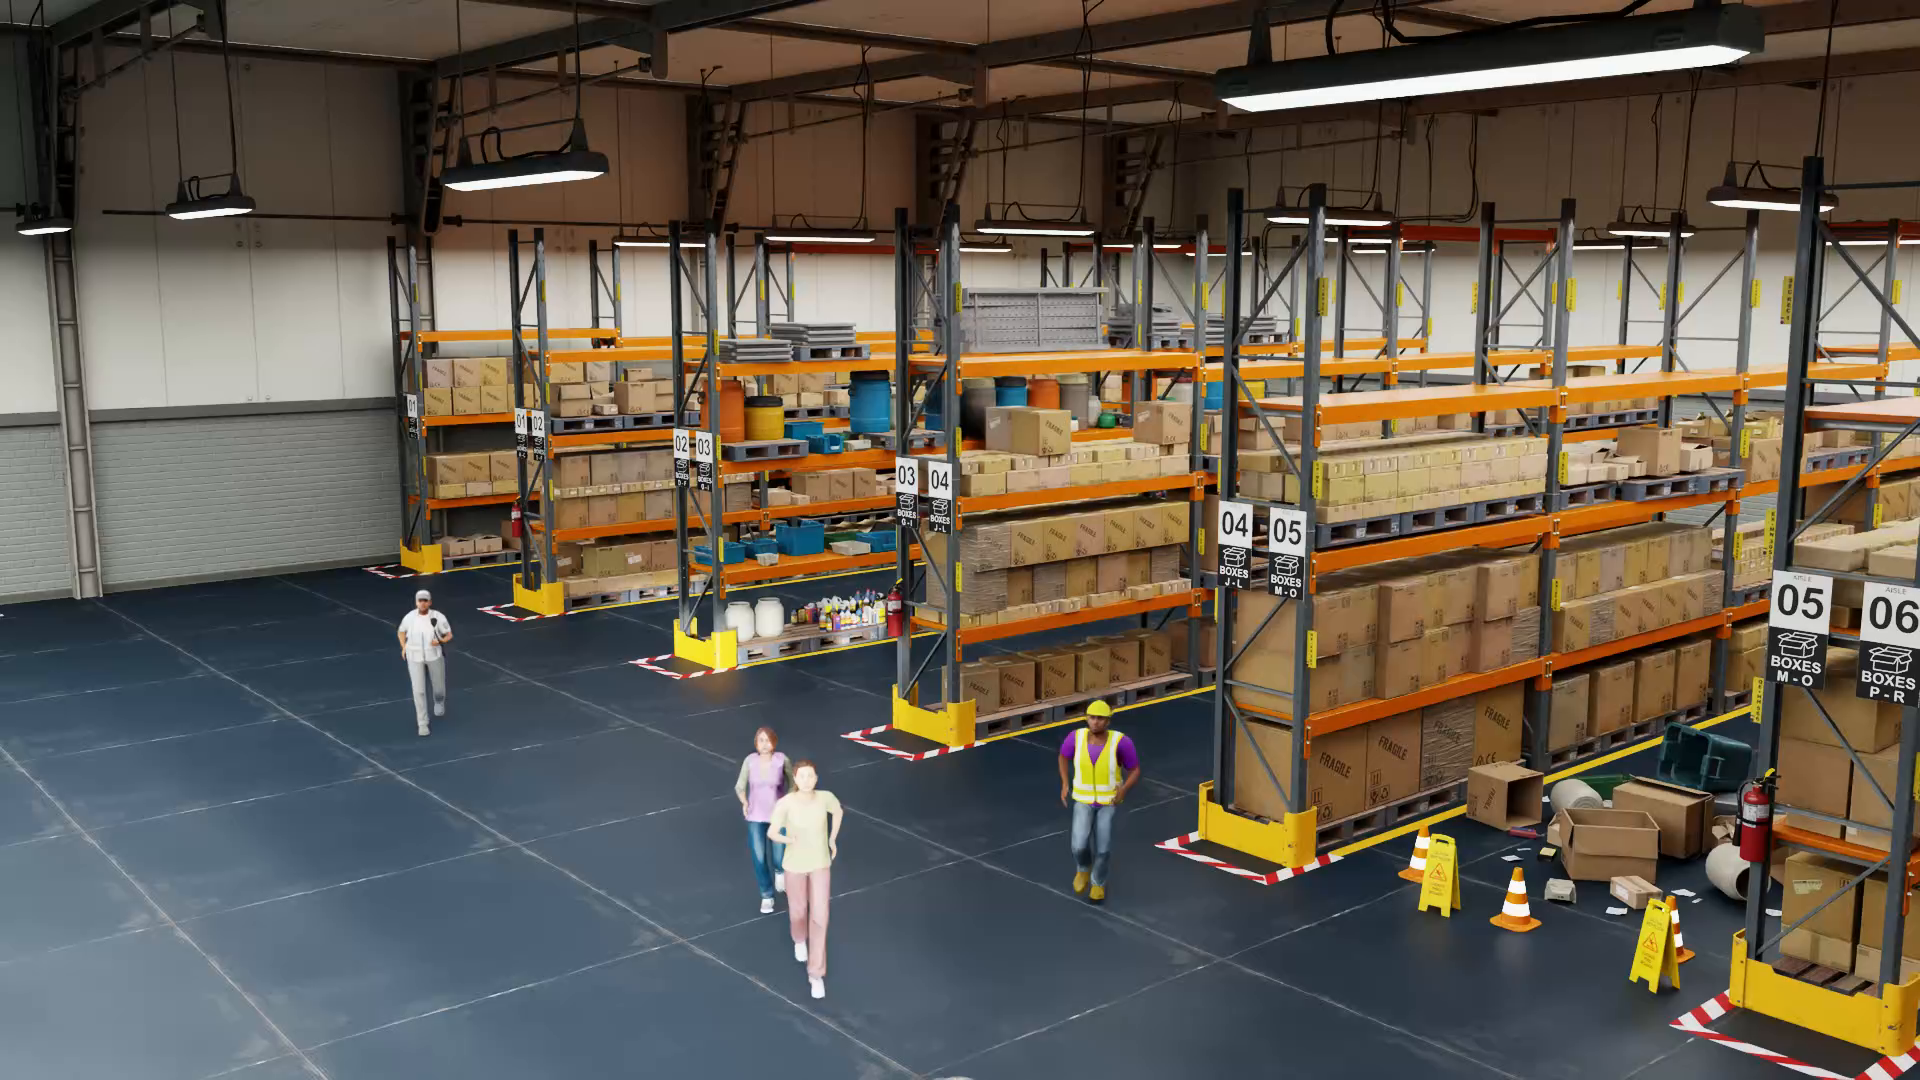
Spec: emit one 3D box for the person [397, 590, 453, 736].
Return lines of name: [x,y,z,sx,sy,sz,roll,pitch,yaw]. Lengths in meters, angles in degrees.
person: [-6.219,1.392,19.357,0.619,1.638,0.830,-2,9,-15]

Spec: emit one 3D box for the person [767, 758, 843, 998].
person: [-1.134,2.433,12.320,0.580,1.664,0.908,-1,9,-9]

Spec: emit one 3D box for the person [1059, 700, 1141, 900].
person: [1.145,2.187,13.892,0.706,1.728,0.574,2,9,10]

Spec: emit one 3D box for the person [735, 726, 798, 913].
person: [-1.601,2.303,13.771,0.532,1.550,0.560,0,9,-1]
